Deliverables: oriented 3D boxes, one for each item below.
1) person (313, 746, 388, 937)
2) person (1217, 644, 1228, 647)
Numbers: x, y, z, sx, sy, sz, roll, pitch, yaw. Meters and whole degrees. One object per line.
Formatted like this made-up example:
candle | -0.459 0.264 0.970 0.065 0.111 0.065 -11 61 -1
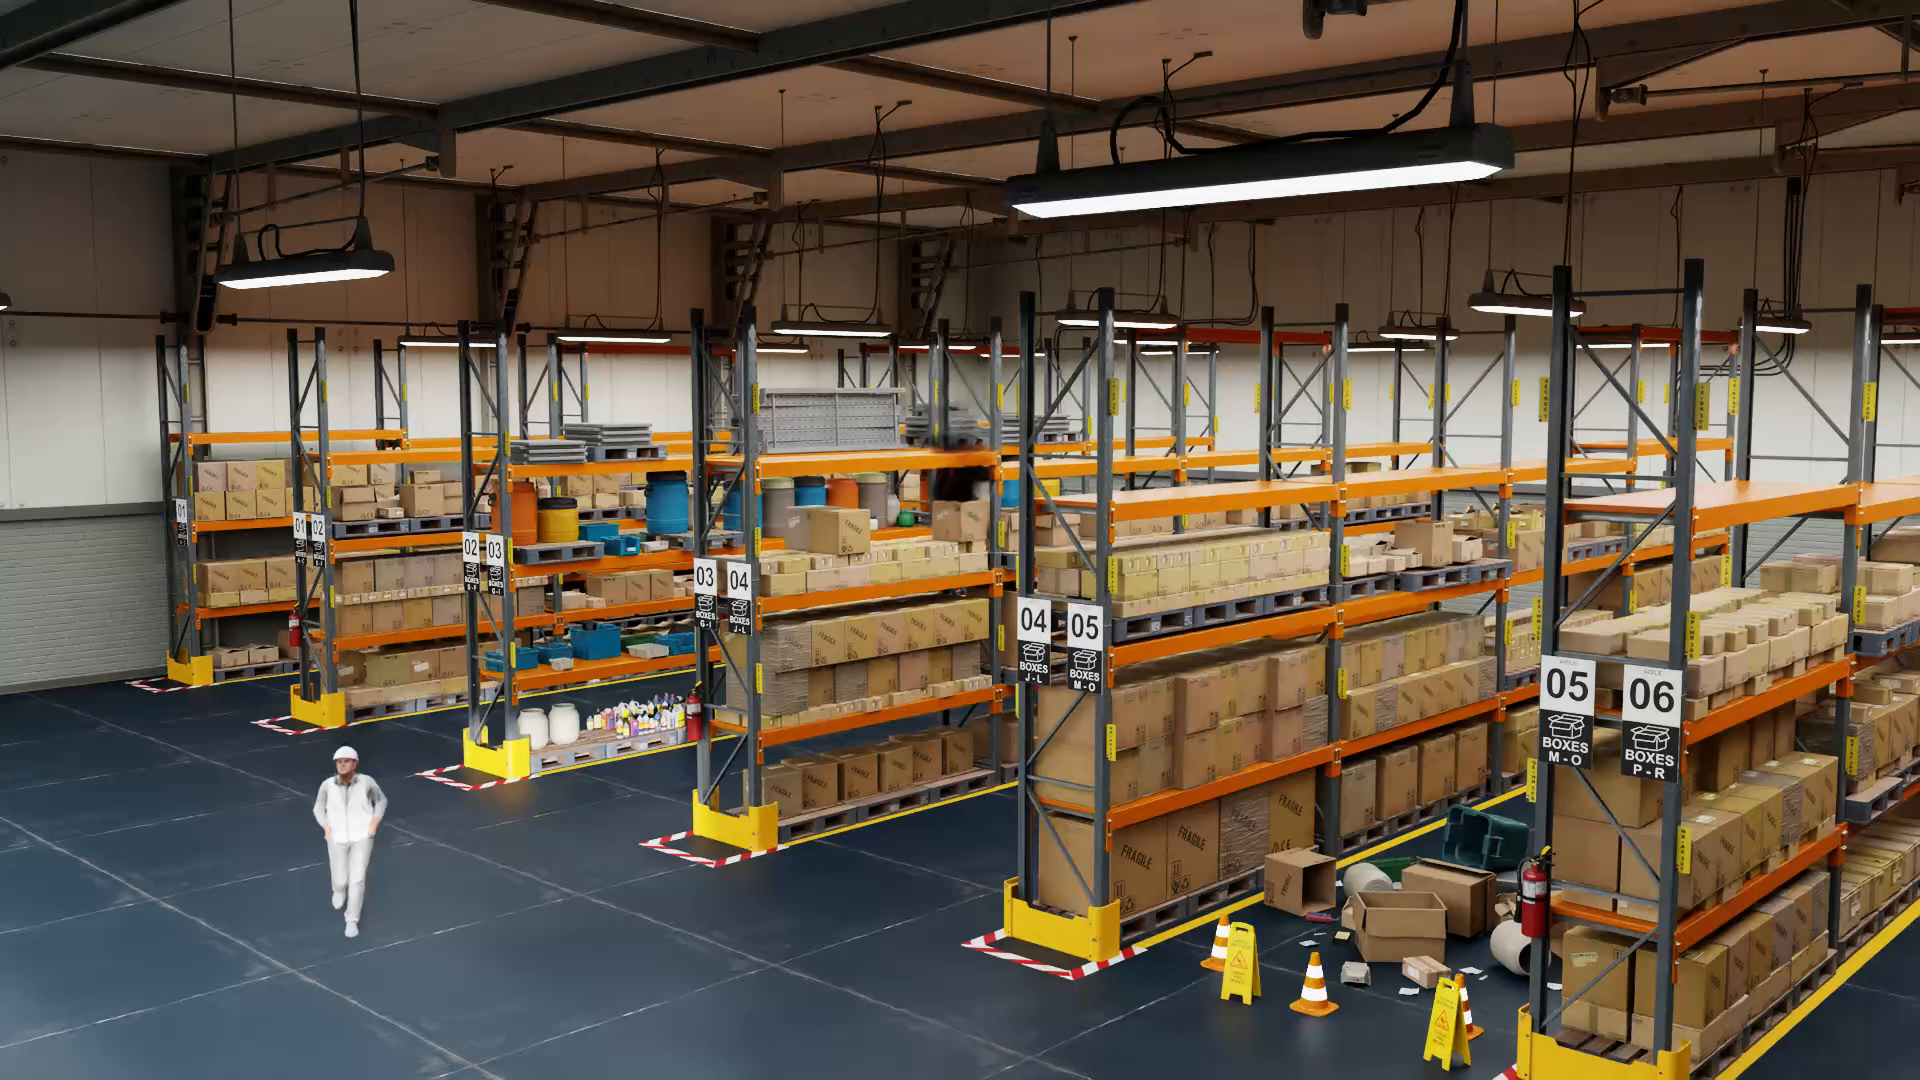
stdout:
person | -5.790 2.824 15.826 0.668 1.764 0.713 -1 6 -15
person | 3.563 2.206 22.481 0.630 1.689 0.824 4 7 38
